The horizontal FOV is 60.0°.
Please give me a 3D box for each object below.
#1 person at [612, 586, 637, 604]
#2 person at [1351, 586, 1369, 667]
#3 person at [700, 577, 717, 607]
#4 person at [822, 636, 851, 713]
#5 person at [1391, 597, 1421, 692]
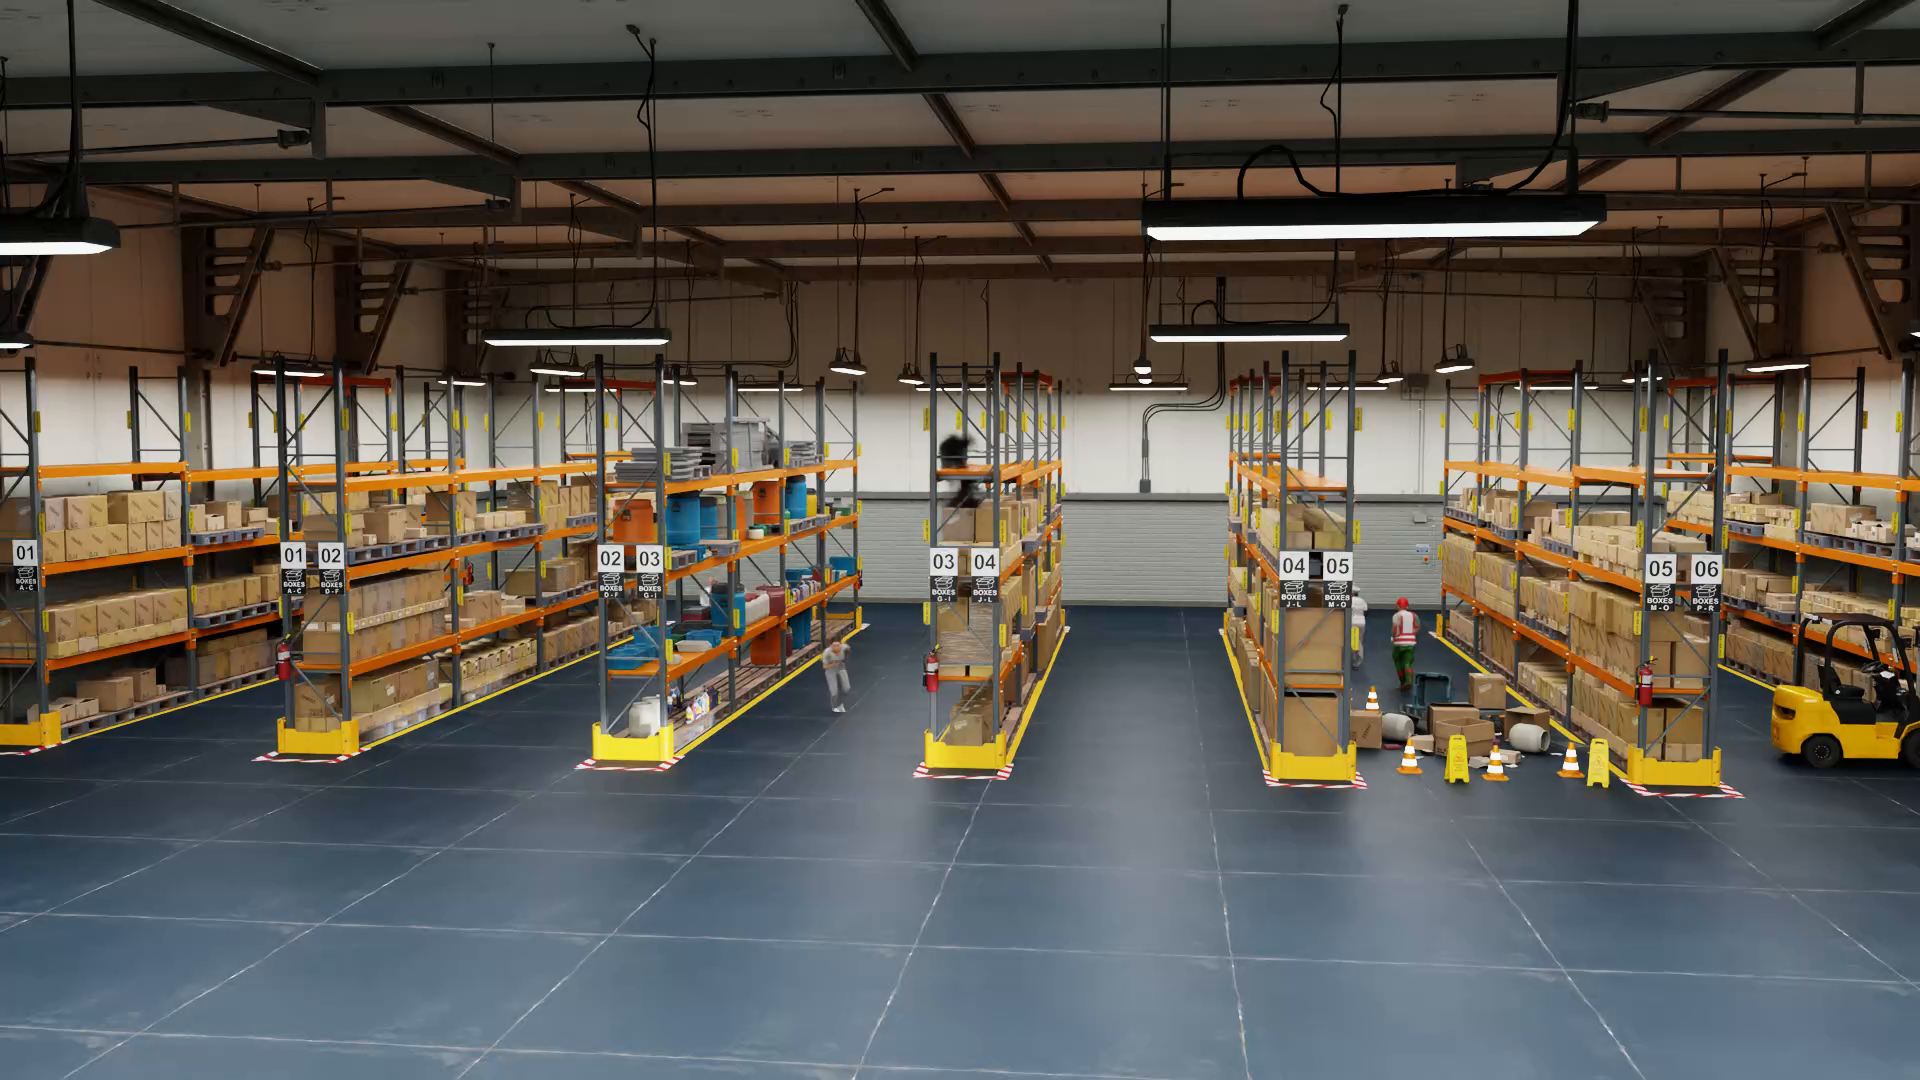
[{"bbox_3d":[-8.921,1.018,44.136,0.798,1.756,0.666,3,5,34],"label":"person"},{"bbox_3d":[8.128,1.777,33.962,0.556,1.649,0.797,0,4,-7],"label":"person"},{"bbox_3d":[-5.276,1.655,35.549,0.760,1.706,0.779,1,4,16],"label":"person"},{"bbox_3d":[-2.101,2.290,28.341,0.578,1.398,0.945,-1,4,-18],"label":"person"},{"bbox_3d":[8.266,1.956,30.702,0.627,1.762,0.831,0,4,-5],"label":"person"}]
